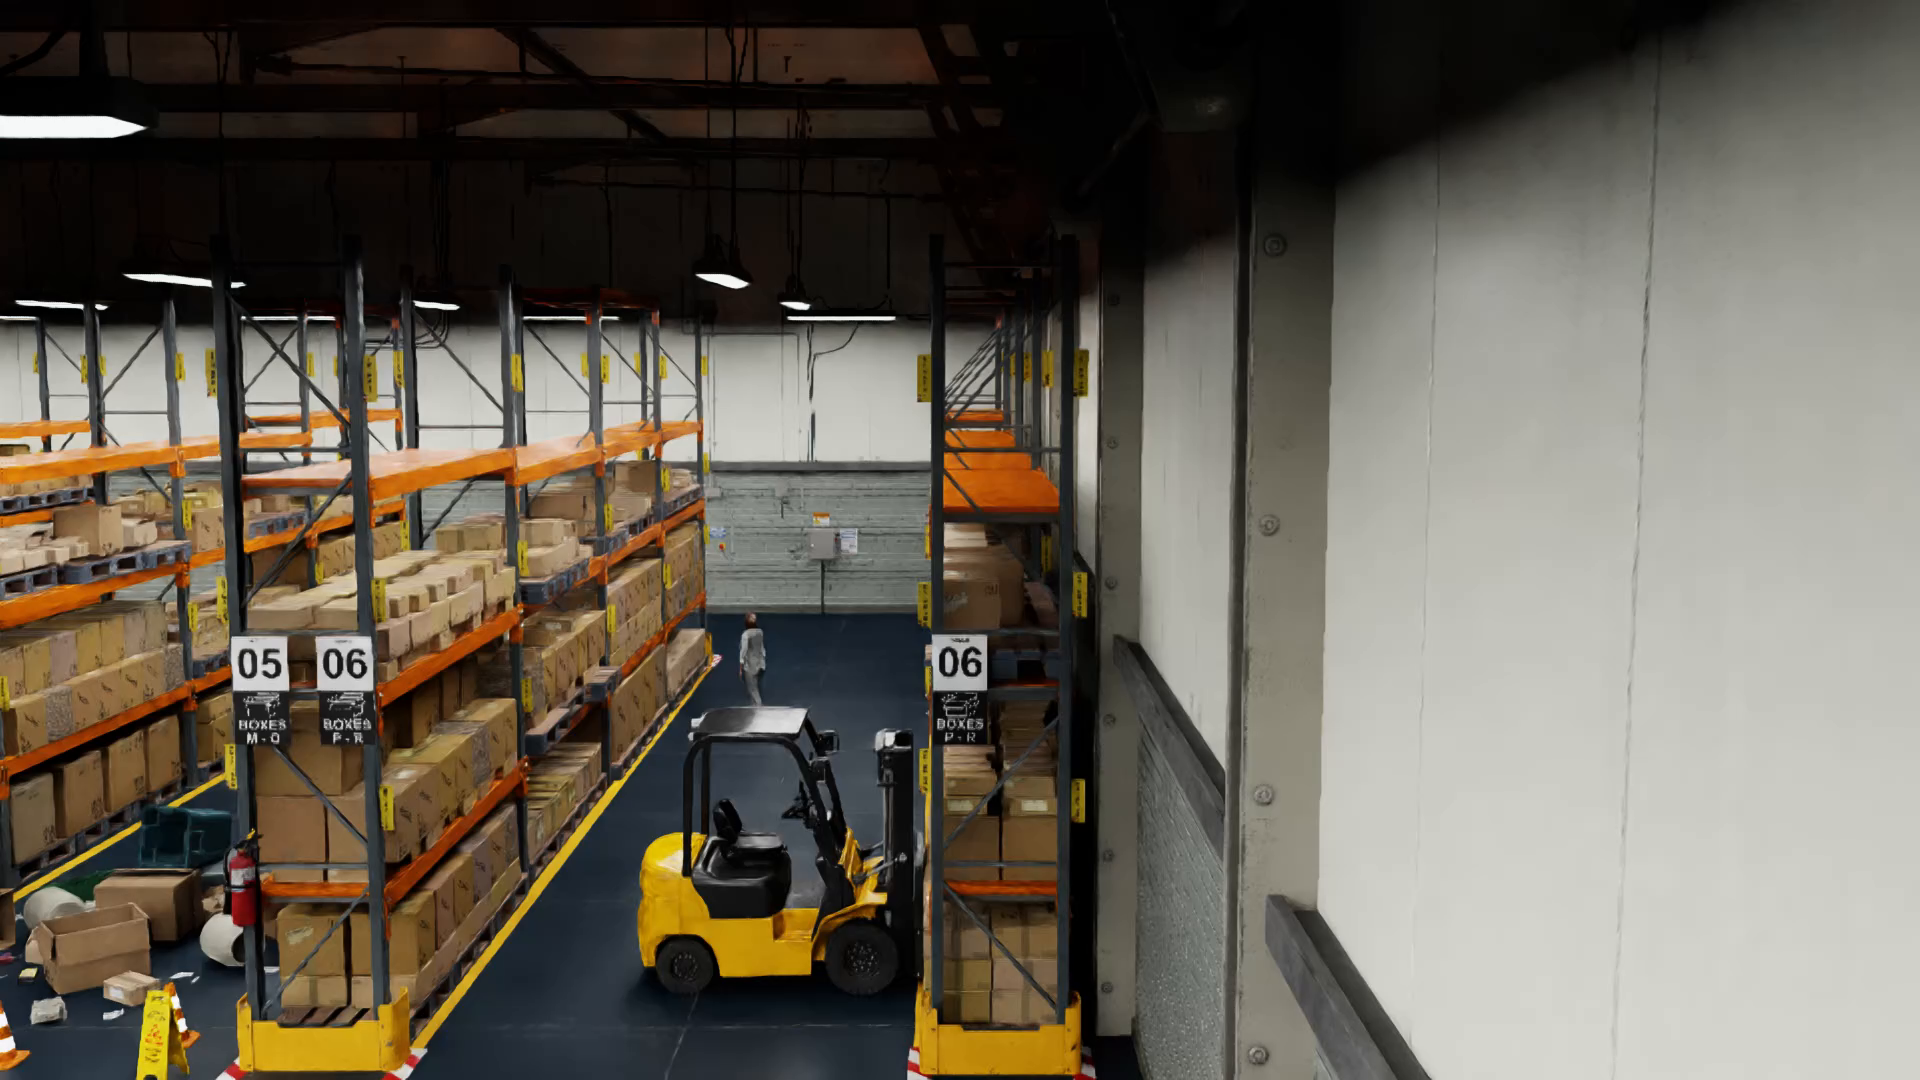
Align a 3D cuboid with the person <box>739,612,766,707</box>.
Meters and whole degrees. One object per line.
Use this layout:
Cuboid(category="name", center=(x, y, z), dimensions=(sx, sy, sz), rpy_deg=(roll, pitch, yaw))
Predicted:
Cuboid(category="person", center=(-2.911, 1.798, 23.236), dimensions=(0.527, 1.592, 0.522), rpy_deg=(4, 7, 30))
